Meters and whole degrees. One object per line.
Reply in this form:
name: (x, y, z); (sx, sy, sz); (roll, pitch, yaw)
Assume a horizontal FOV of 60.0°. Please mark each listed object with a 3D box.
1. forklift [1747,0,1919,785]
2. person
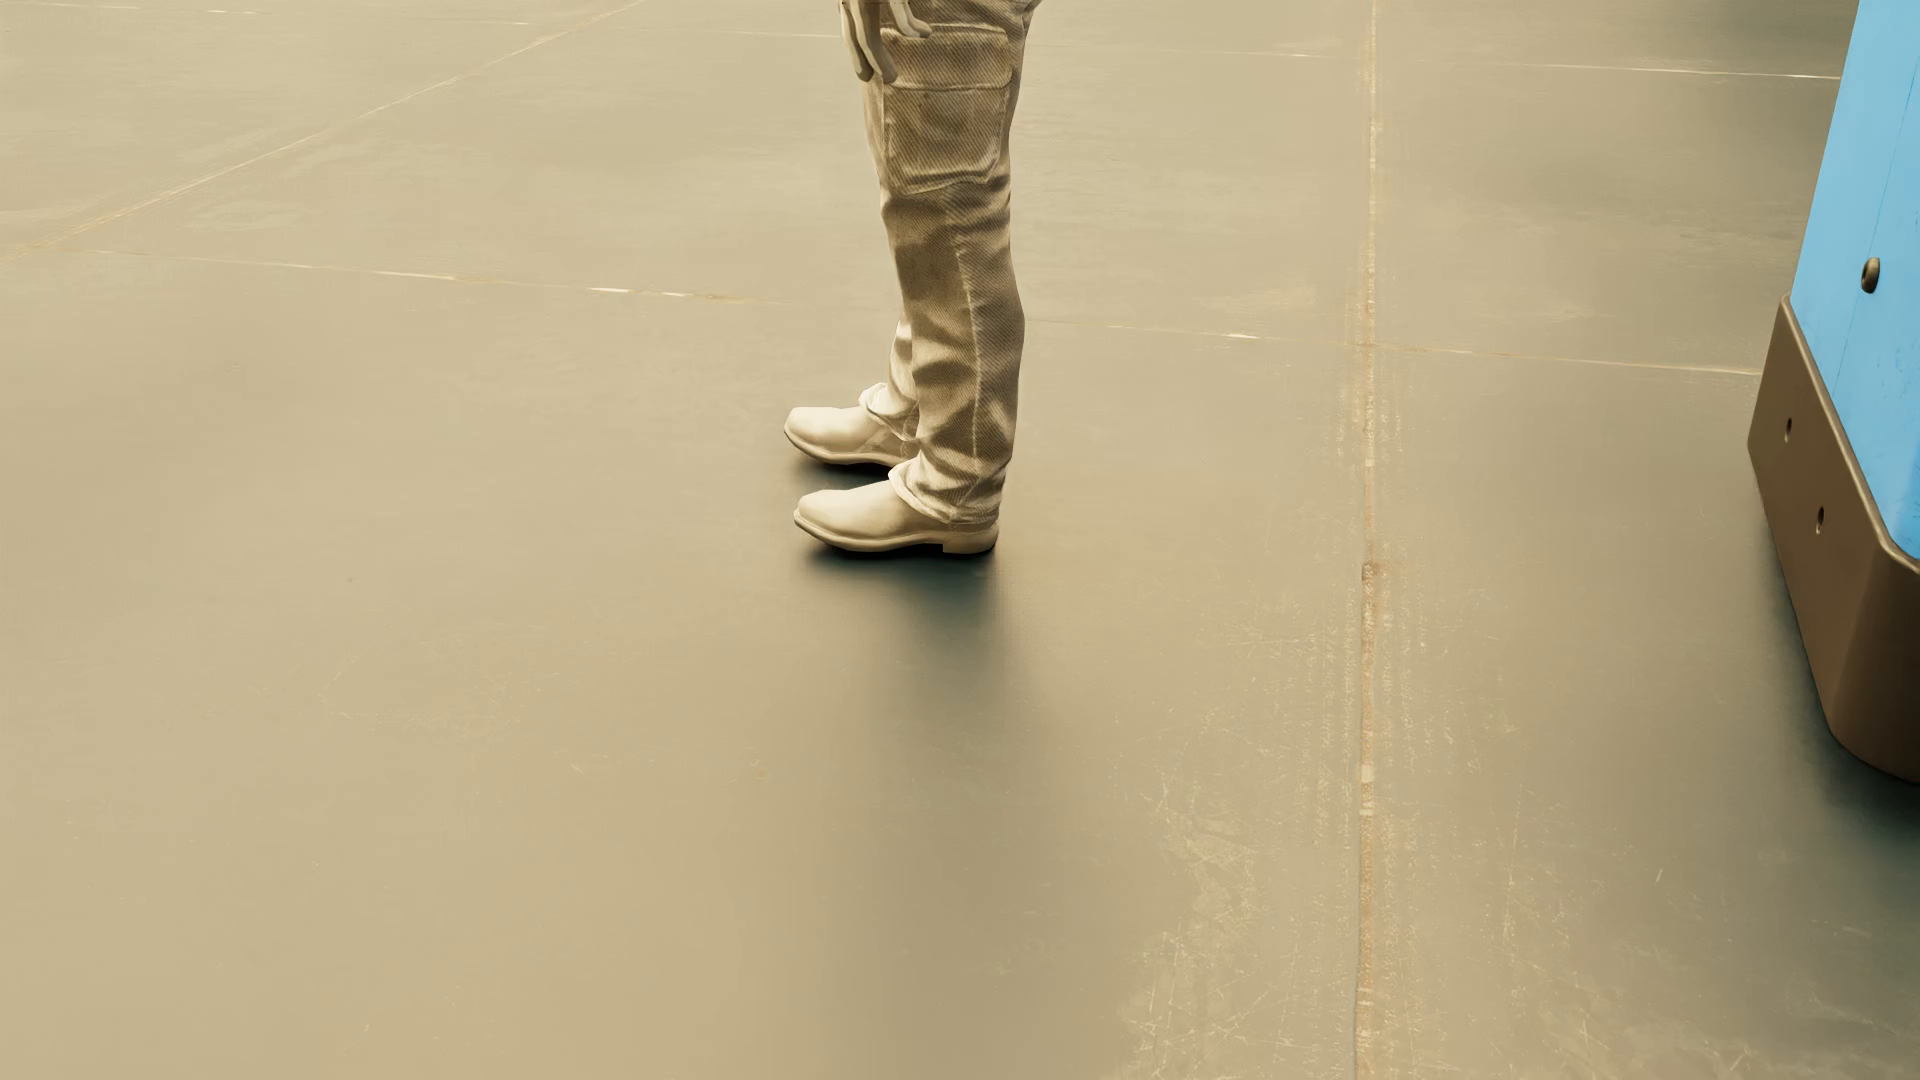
forklift: (2.571, -1.011, 1.249); (3.031, 2.935, 1.130); (8, 28, 15)
person: (-0.069, -0.810, 2.117); (0.575, 1.779, 0.656); (6, 27, 11)
